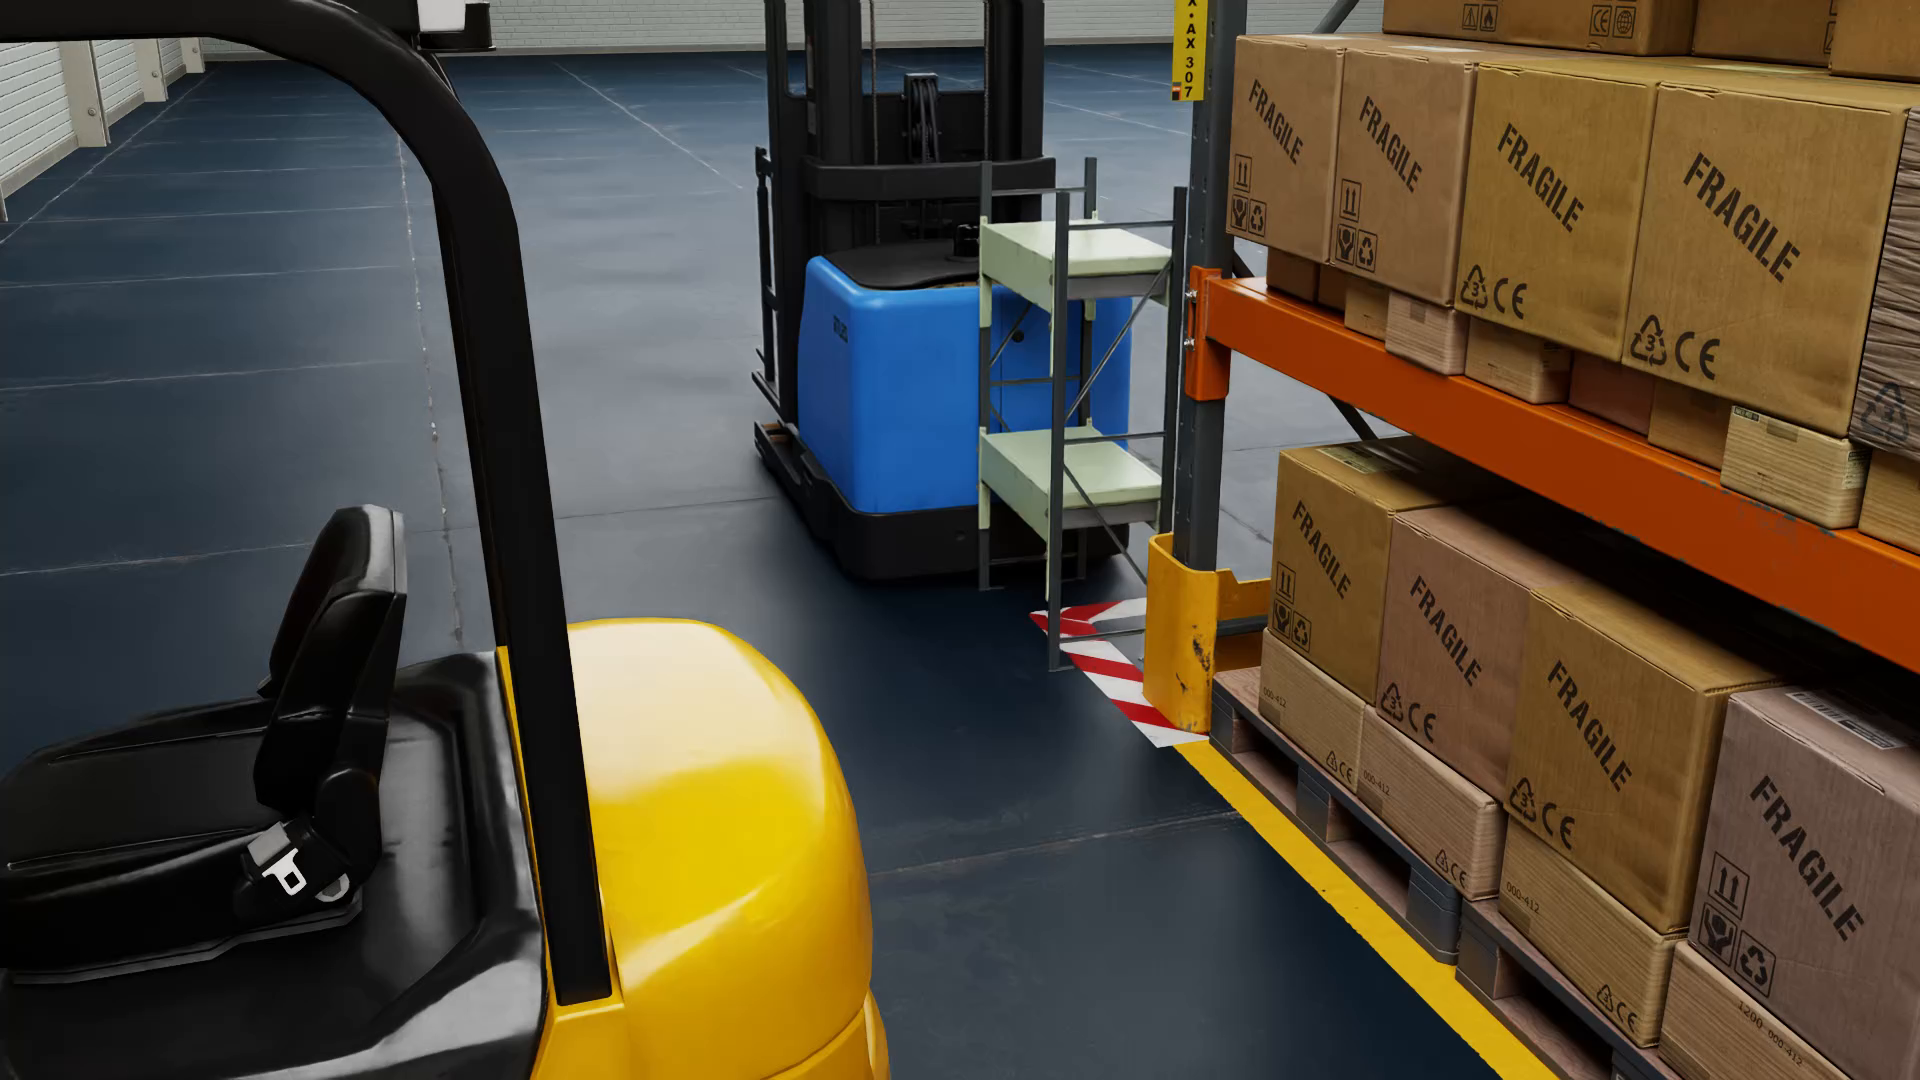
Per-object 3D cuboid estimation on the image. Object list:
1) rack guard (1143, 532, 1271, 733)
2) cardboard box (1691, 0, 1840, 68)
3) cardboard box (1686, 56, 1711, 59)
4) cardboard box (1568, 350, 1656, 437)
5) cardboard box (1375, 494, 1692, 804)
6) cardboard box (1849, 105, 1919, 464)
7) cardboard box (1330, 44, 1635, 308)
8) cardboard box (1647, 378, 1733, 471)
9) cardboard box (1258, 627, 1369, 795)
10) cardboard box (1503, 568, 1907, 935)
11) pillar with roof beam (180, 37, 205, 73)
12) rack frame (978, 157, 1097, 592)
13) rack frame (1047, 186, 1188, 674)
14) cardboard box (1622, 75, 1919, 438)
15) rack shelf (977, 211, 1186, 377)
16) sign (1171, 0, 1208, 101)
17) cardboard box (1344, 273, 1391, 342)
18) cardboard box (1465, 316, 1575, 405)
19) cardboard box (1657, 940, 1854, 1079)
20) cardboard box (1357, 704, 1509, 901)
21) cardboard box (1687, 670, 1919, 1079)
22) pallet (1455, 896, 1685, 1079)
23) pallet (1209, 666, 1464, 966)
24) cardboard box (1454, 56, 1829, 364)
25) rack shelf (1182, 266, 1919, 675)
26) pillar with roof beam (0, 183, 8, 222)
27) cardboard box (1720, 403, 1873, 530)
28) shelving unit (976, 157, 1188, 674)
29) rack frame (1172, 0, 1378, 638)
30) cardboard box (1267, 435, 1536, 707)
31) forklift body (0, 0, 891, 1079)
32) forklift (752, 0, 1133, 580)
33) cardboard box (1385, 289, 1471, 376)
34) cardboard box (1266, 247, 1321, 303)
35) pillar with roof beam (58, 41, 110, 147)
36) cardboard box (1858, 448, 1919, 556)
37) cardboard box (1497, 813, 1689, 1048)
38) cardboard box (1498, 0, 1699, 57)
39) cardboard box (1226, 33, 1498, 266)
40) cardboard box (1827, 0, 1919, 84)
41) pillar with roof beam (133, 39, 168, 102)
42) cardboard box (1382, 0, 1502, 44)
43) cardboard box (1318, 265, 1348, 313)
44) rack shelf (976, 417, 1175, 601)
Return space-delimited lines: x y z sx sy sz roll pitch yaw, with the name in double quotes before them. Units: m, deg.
"rack guard" 1.152 0.217 5.073 1.175 0.500 0.348 -6 21 -17
"cardboard box" 1.906 -1.185 3.210 0.700 0.500 0.500 -7 21 -18
"cardboard box" 1.713 -0.865 3.799 0.500 0.500 0.500 -6 21 -17
"cardboard box" 1.427 -0.317 3.233 0.380 0.149 0.250 -6 21 -15
"cardboard box" 1.296 0.223 3.696 0.500 0.500 0.500 -7 21 -19
"cardboard box" 1.674 -0.334 2.321 0.500 0.500 0.500 -6 21 -16
"cardboard box" 1.180 -0.823 3.684 0.500 0.500 0.500 -6 21 -16
"cardboard box" 1.482 -0.229 2.989 0.380 0.149 0.250 -7 21 -19
"cardboard box" 1.119 0.401 4.309 0.500 0.250 0.500 -7 21 -18
"cardboard box" 1.446 0.385 3.245 0.500 0.500 0.500 -6 21 -16
"pillar with roof beam" -9.562 -13.044 29.420 9.100 9.000 0.400 -6 21 -17
"rack frame" 0.259 -0.544 5.711 0.400 1.500 0.023 -6 21 -16
"rack frame" 0.469 -0.307 5.051 0.400 1.500 0.023 -6 21 -16
"cardboard box" 1.509 -0.498 2.777 0.500 0.500 0.500 -7 21 -18
"rack shelf" 0.364 -0.792 5.249 0.431 0.370 0.720 -6 21 -16
"sign" 0.613 -1.333 4.411 0.100 0.325 0.005 -6 21 -17
"cardboard box" 1.138 -0.561 3.913 0.380 0.149 0.250 -7 21 -19
"cardboard box" 1.287 -0.395 3.452 0.380 0.149 0.250 -6 21 -16
"cardboard box" 1.612 0.902 2.915 0.500 0.250 0.500 -6 21 -16
"cardboard box" 1.273 0.566 3.851 0.500 0.250 0.500 -6 21 -15
"cardboard box" 1.622 0.555 2.770 0.500 0.500 0.500 -5 20 -14
"pallet" 1.754 1.008 3.297 1.003 0.211 1.213 -6 21 -17
"pallet" 1.374 0.617 4.385 1.003 0.211 1.213 -6 21 -17
"cardboard box" 1.341 -0.660 3.229 0.500 0.500 0.500 -7 21 -18
"rack shelf" 1.757 -0.003 3.053 1.077 0.370 4.000 -6 21 -17
"pillar with roof beam" -3.904 -7.268 13.338 9.100 9.000 0.400 -6 21 -17
"cardboard box" 1.505 -0.142 2.747 0.380 0.149 0.250 -6 21 -17
"shelving unit" 0.364 -0.425 5.381 0.431 1.500 0.755 -6 21 -16
"rack frame" 1.128 -0.984 4.718 1.000 3.000 0.127 -6 21 -17
"cardboard box" 1.127 0.056 4.161 0.500 0.500 0.500 -7 21 -19
"forklift body" -1.255 0.359 2.235 2.313 2.155 1.214 -6 21 -17
"forklift" -0.285 -1.705 6.827 1.130 2.935 3.031 -6 21 -15
"cardboard box" 1.174 -0.475 3.673 0.380 0.149 0.250 -6 21 -16
"cardboard box" 1.039 -0.735 4.396 0.380 0.149 0.250 -6 21 -17
"pillar with roof beam" -5.790 -9.193 18.699 9.100 9.000 0.400 -6 21 -17
"cardboard box" 1.621 -0.064 2.528 0.380 0.149 0.250 -7 21 -18
"cardboard box" 1.456 0.739 3.367 0.500 0.250 0.500 -5 20 -14
"cardboard box" 1.648 -1.337 3.636 0.700 0.500 0.500 -6 21 -17
"cardboard box" 1.014 -0.989 4.146 0.500 0.500 0.500 -7 21 -18
"cardboard box" 1.931 -1.010 2.724 0.700 0.500 0.500 -7 21 -18
"pillar with roof beam" -7.676 -11.119 24.059 9.100 9.000 0.400 -6 21 -17
"cardboard box" 1.496 -1.501 4.090 0.700 0.500 0.500 -7 21 -19
"cardboard box" 1.132 -0.655 4.174 0.380 0.149 0.250 -6 21 -16
"rack shelf" 0.364 -0.118 5.491 0.431 0.370 0.720 -6 21 -16
